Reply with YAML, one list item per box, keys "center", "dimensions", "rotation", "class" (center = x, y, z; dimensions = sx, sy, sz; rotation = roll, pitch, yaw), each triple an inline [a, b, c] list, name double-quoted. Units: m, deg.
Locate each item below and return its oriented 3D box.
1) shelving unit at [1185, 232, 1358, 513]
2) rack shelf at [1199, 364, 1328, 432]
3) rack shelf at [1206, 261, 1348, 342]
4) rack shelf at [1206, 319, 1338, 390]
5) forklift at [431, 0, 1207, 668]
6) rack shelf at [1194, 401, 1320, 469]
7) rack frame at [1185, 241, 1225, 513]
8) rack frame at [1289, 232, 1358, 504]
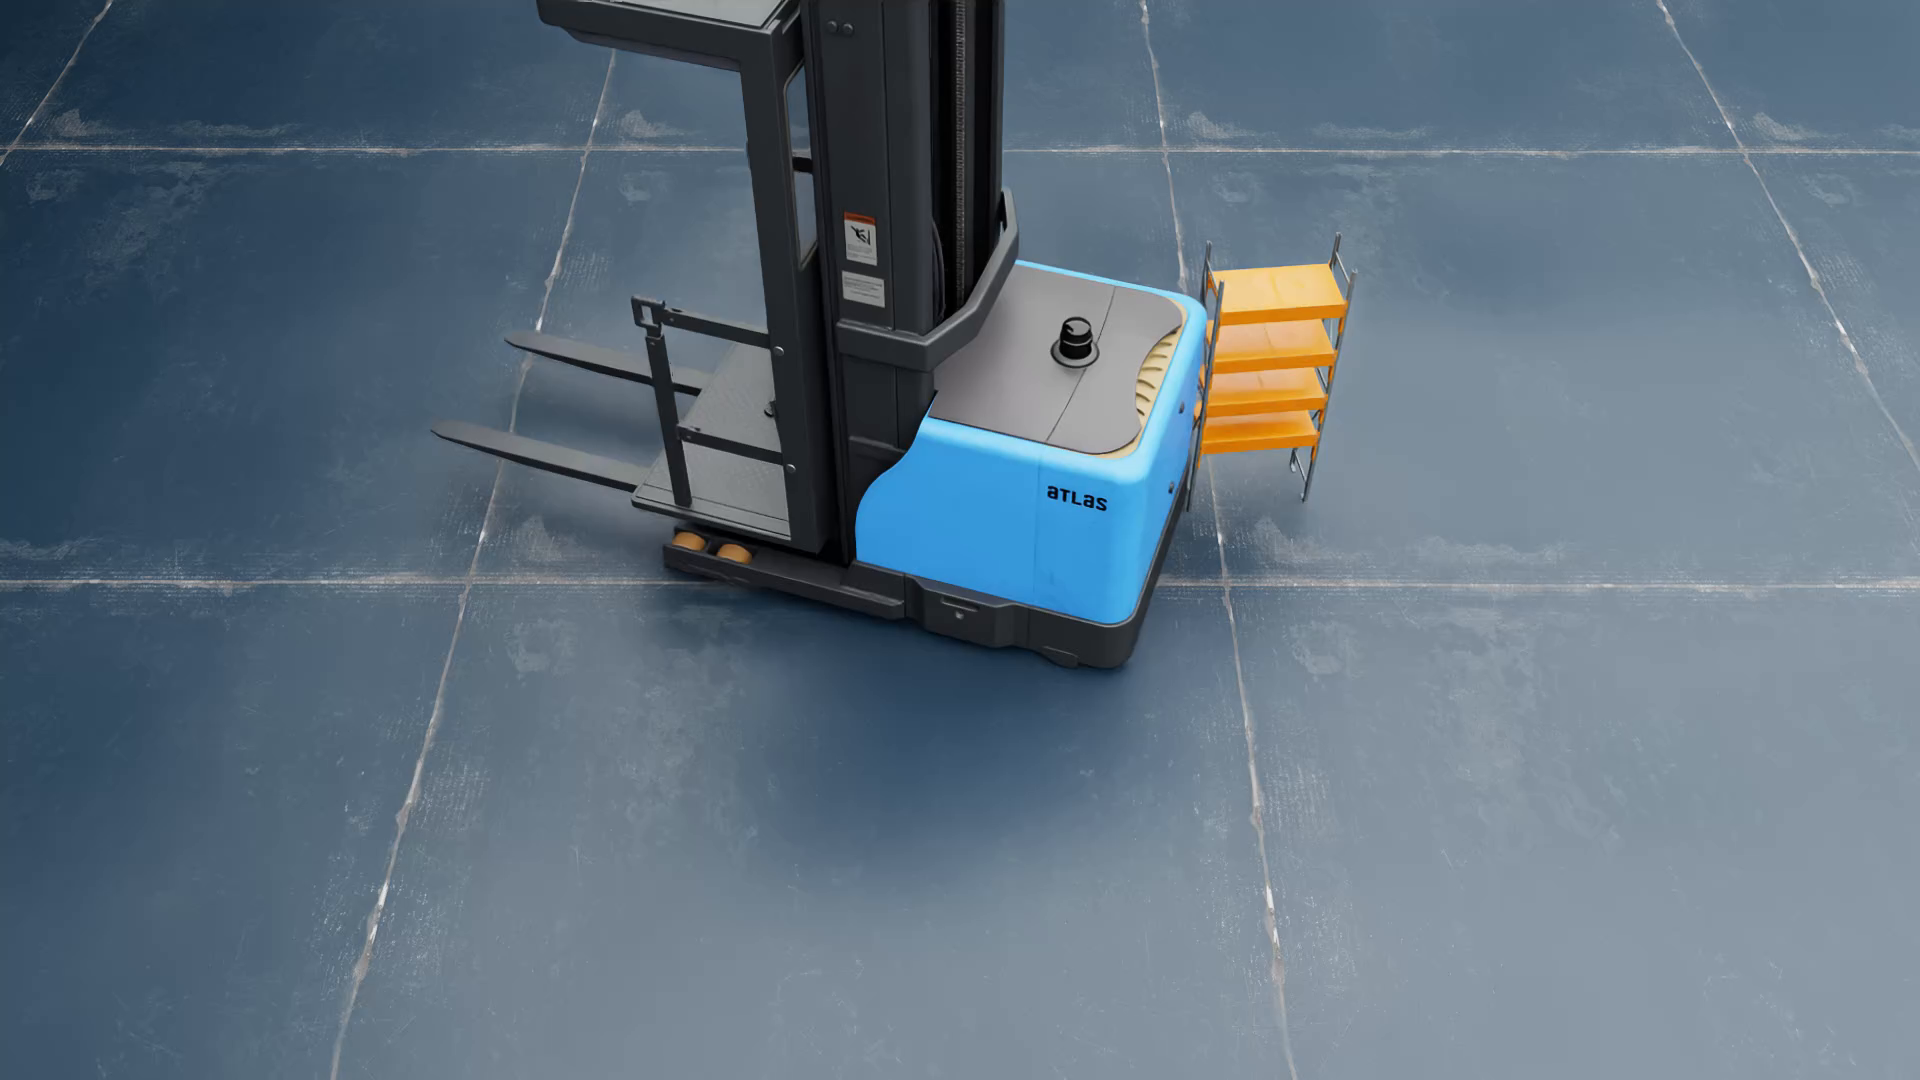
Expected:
- center: [1.175, -0.627, 6.513]
  dimensions: [0.503, 1.200, 0.258]
  rotation: [-5, 47, -4]
  class: "shelving unit"
- center: [1.175, -0.581, 6.563]
  dimensions: [0.480, 0.148, 0.258]
  rotation: [-5, 47, -4]
  class: "rack shelf"
- center: [1.175, -0.894, 6.226]
  dimensions: [0.480, 0.148, 0.258]
  rotation: [-5, 47, -4]
  class: "rack shelf"
- center: [1.175, -0.733, 6.399]
  dimensions: [0.480, 0.148, 0.258]
  rotation: [-5, 47, -4]
  class: "rack shelf"
- center: [-0.650, -1.173, 5.839]
  dimensions: [3.031, 2.935, 1.130]
  rotation: [14, 49, 13]
  class: "forklift"
- center: [1.175, -0.445, 6.708]
  dimensions: [0.480, 0.148, 0.258]
  rotation: [-5, 47, -4]
  class: "rack shelf"
- center: [0.933, -0.607, 6.495]
  dimensions: [0.015, 1.200, 0.240]
  rotation: [-5, 47, -4]
  class: "rack frame"
- center: [1.418, -0.646, 6.532]
  dimensions: [0.015, 1.200, 0.240]
  rotation: [-5, 47, -4]
  class: "rack frame"
